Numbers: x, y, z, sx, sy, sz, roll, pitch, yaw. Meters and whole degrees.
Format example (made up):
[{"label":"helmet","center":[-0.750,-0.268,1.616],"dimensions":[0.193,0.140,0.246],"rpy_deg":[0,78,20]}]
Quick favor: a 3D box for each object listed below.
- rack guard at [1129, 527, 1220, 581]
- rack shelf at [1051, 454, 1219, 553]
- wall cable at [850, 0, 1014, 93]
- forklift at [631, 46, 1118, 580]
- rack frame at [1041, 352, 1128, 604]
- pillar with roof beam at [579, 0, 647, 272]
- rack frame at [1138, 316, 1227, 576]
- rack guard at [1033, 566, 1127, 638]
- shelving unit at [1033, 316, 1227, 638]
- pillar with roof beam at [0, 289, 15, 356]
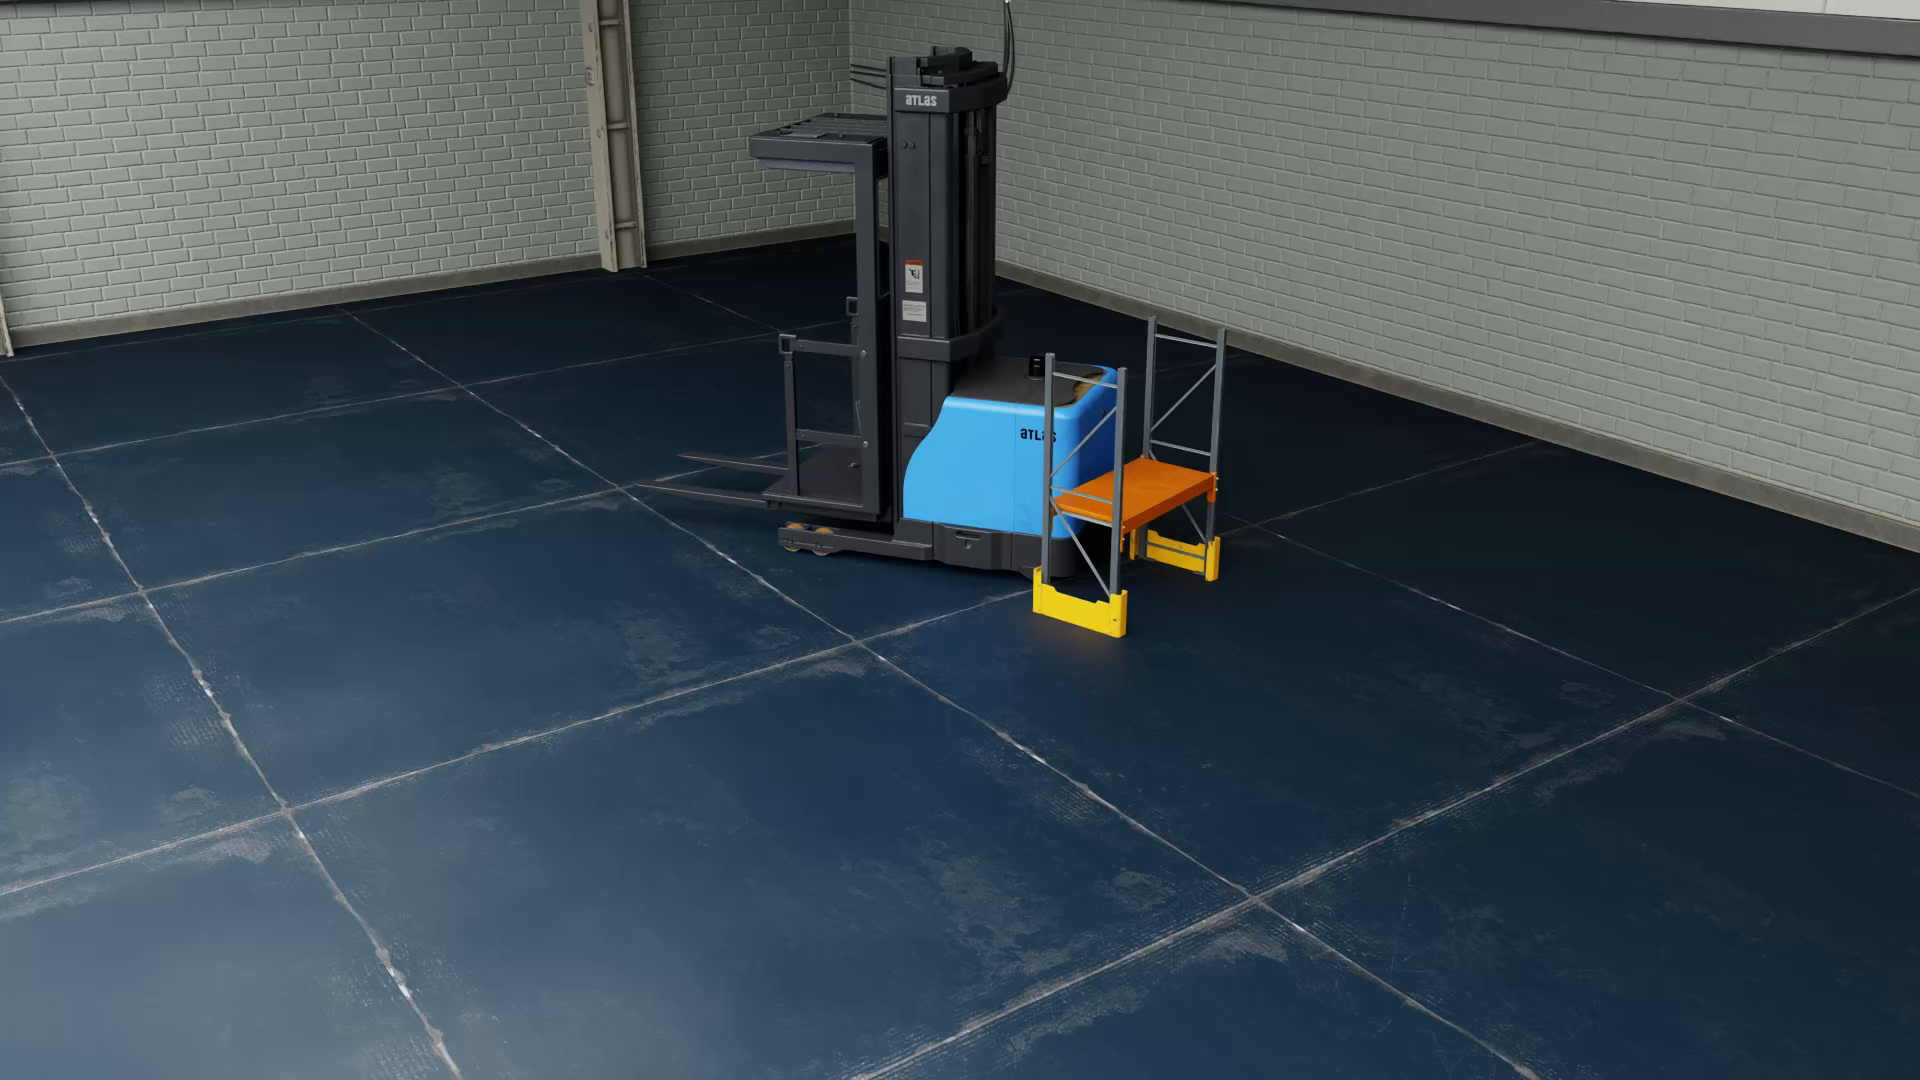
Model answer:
[{"label":"rack guard","center":[1.278,0.050,9.934],"dimensions":[0.587,0.250,0.087],"rpy_deg":[16,27,35]},{"label":"rack shelf","center":[0.975,-0.221,9.413],"dimensions":[0.538,0.185,1.000],"rpy_deg":[16,27,35]},{"label":"wall cable","center":[-0.403,-5.877,17.172],"dimensions":[0.112,2.526,3.097],"rpy_deg":[-15,26,-33]},{"label":"forklift","center":[-0.587,-1.441,10.052],"dimensions":[3.031,2.935,1.130],"rpy_deg":[8,23,19]},{"label":"rack frame","center":[0.660,-0.241,8.976],"dimensions":[0.500,1.500,0.032],"rpy_deg":[16,27,35]},{"label":"pillar with roof beam","center":[-1.052,-5.784,12.749],"dimensions":[0.400,9.000,9.100],"rpy_deg":[-15,26,-33]},{"label":"rack frame","center":[1.290,-0.536,9.716],"dimensions":[0.500,1.500,0.032],"rpy_deg":[16,27,35]},{"label":"rack guard","center":[0.660,0.340,9.208],"dimensions":[0.587,0.250,0.087],"rpy_deg":[16,27,35]},{"label":"shelving unit","center":[0.969,-0.386,9.339],"dimensions":[0.587,1.500,1.083],"rpy_deg":[16,27,35]},{"label":"pillar with roof beam","center":[-5.923,-4.485,9.495],"dimensions":[0.400,9.000,9.100],"rpy_deg":[-15,26,-33]}]
